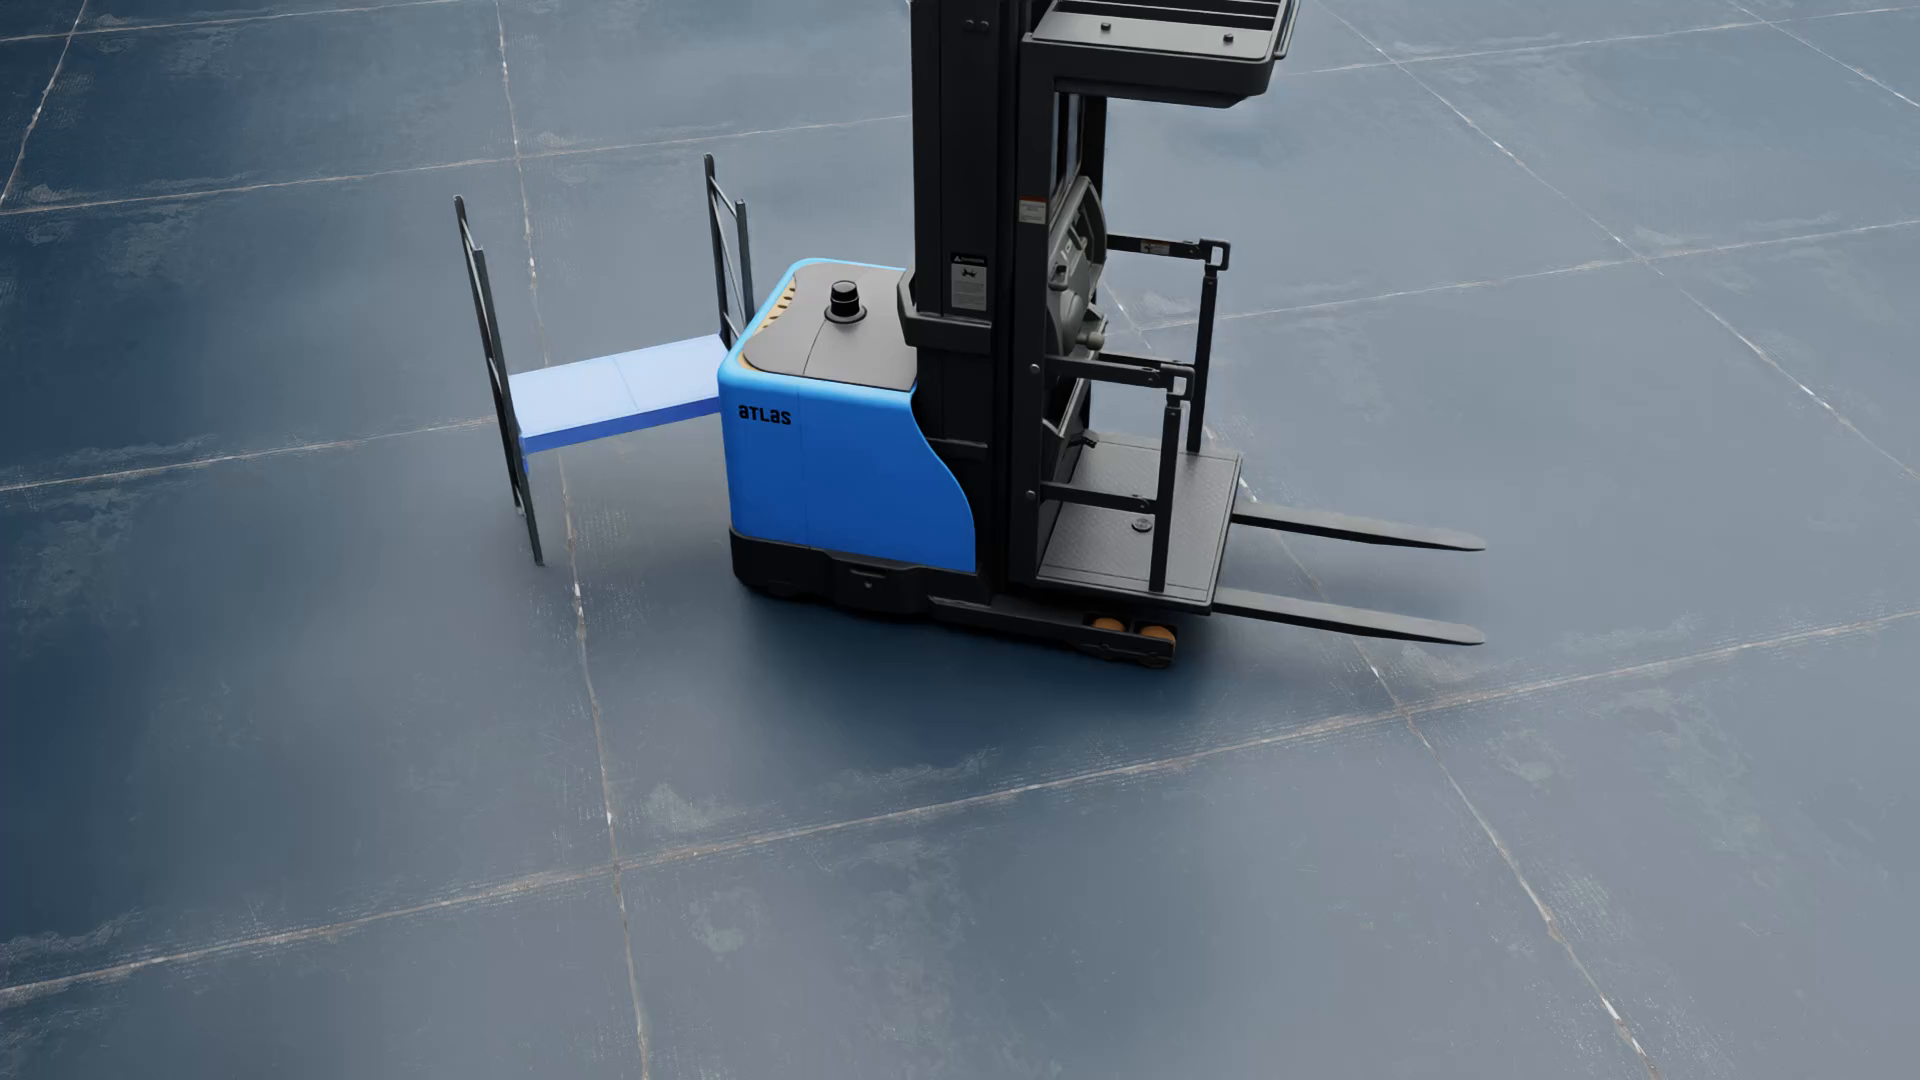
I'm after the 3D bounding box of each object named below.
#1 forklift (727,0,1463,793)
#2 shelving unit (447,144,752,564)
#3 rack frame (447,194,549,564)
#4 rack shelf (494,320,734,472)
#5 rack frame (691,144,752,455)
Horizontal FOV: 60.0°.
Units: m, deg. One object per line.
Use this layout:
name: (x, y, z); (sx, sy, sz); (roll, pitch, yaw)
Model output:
forklift: (0.494, -0.865, 5.969); (3.031, 2.935, 1.130); (27, 45, 31)
shelving unit: (-1.442, -0.776, 7.030); (1.048, 1.500, 0.538); (-18, 41, -22)
rack frame: (-1.891, -0.631, 6.841); (0.032, 1.500, 0.500); (-18, 41, -22)
rack shelf: (-1.442, -0.633, 7.140); (1.000, 0.185, 0.538); (-18, 41, -22)
rack frame: (-0.993, -0.921, 7.220); (0.032, 1.500, 0.500); (-18, 41, -22)
